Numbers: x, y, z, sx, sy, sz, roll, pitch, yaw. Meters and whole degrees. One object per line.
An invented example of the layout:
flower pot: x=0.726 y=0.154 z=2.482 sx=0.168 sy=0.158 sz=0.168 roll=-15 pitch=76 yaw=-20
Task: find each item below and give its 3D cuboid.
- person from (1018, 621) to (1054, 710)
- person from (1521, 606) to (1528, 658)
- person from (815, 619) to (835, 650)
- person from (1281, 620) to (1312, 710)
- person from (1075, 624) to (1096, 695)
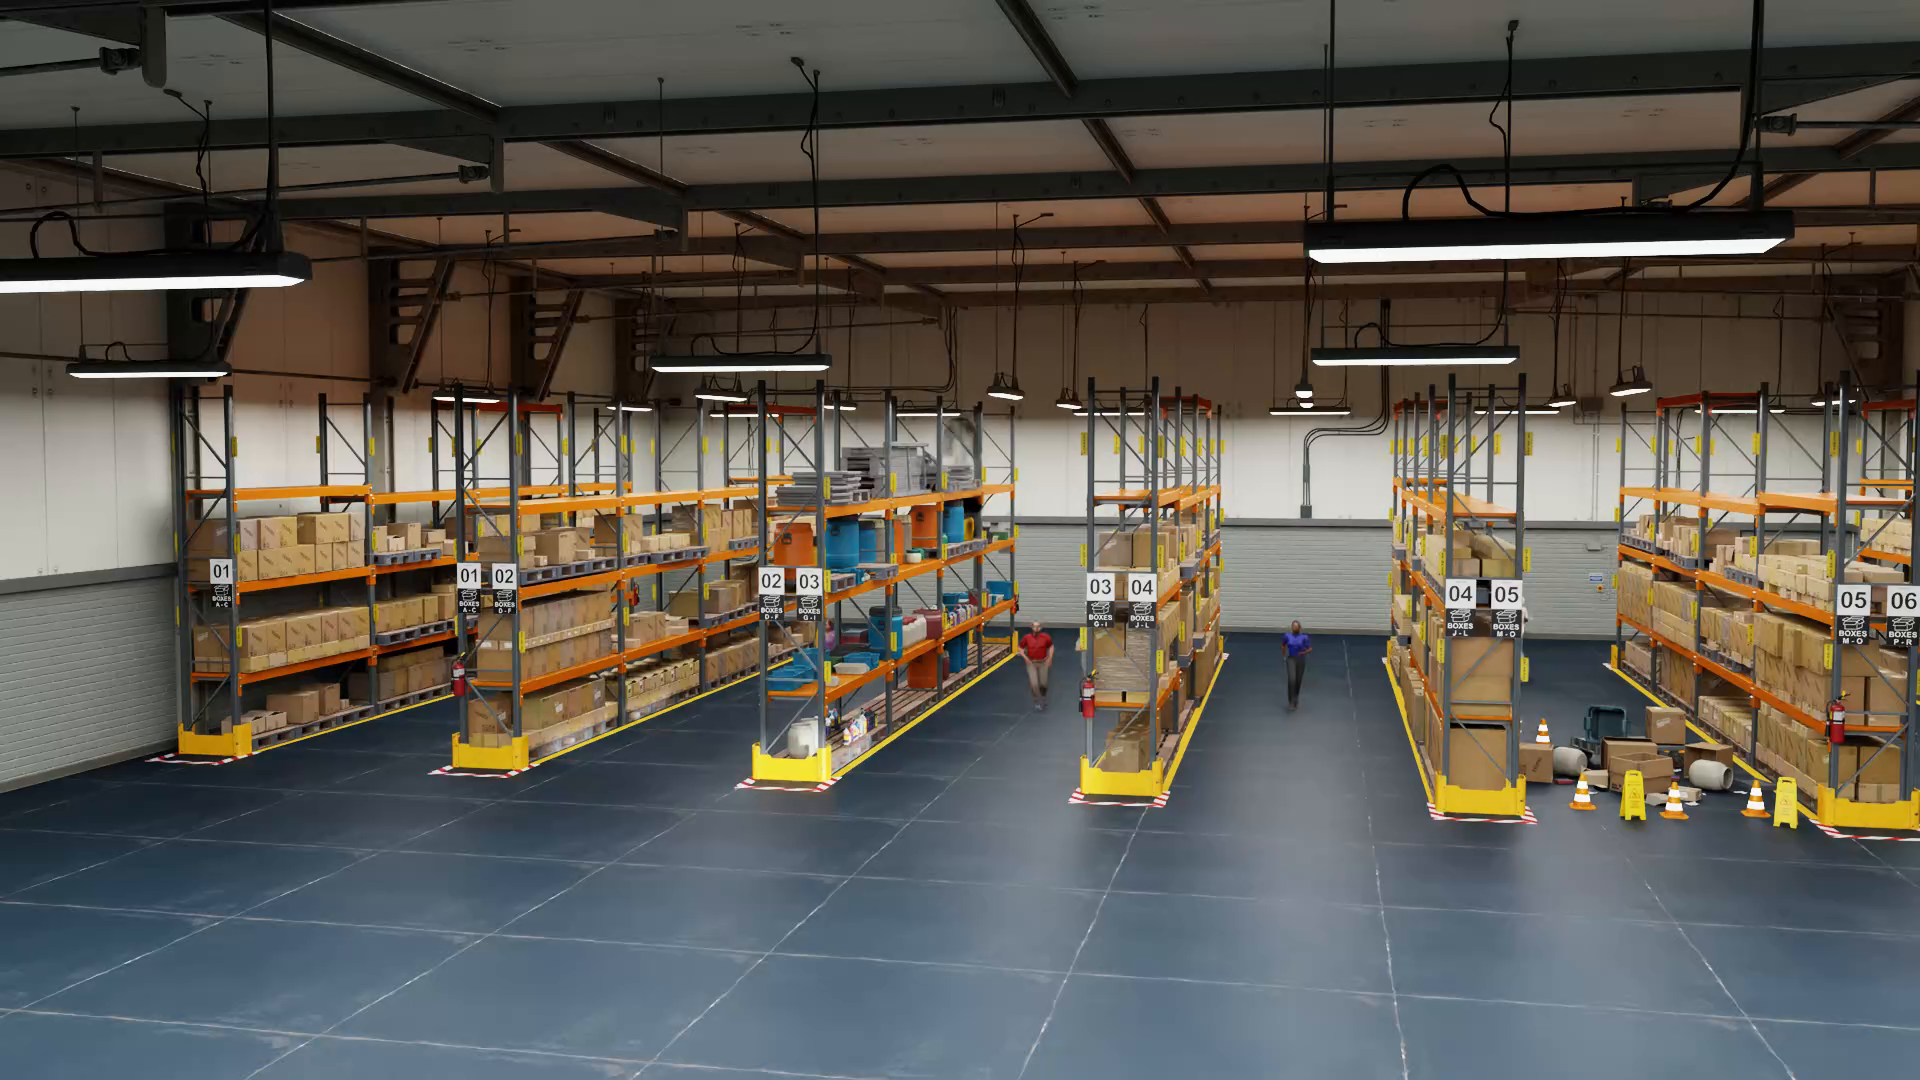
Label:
person: x=1.450 y=2.391 z=31.701 sx=0.685 sy=1.698 sz=0.551 roll=0 pitch=3 yaw=1
person: x=12.240 y=2.069 z=36.748 sx=0.630 sy=1.811 sz=0.827 roll=0 pitch=3 yaw=0
person: x=-2.661 y=2.349 z=33.186 sx=0.509 sy=1.553 sz=0.689 roll=0 pitch=3 yaw=1
person: x=6.466 y=2.395 z=31.956 sx=0.561 sy=1.719 sz=0.740 roll=0 pitch=3 yaw=6
person: x=2.526 y=2.392 z=32.040 sx=0.560 sy=1.648 sz=0.911 roll=1 pitch=3 yaw=15
